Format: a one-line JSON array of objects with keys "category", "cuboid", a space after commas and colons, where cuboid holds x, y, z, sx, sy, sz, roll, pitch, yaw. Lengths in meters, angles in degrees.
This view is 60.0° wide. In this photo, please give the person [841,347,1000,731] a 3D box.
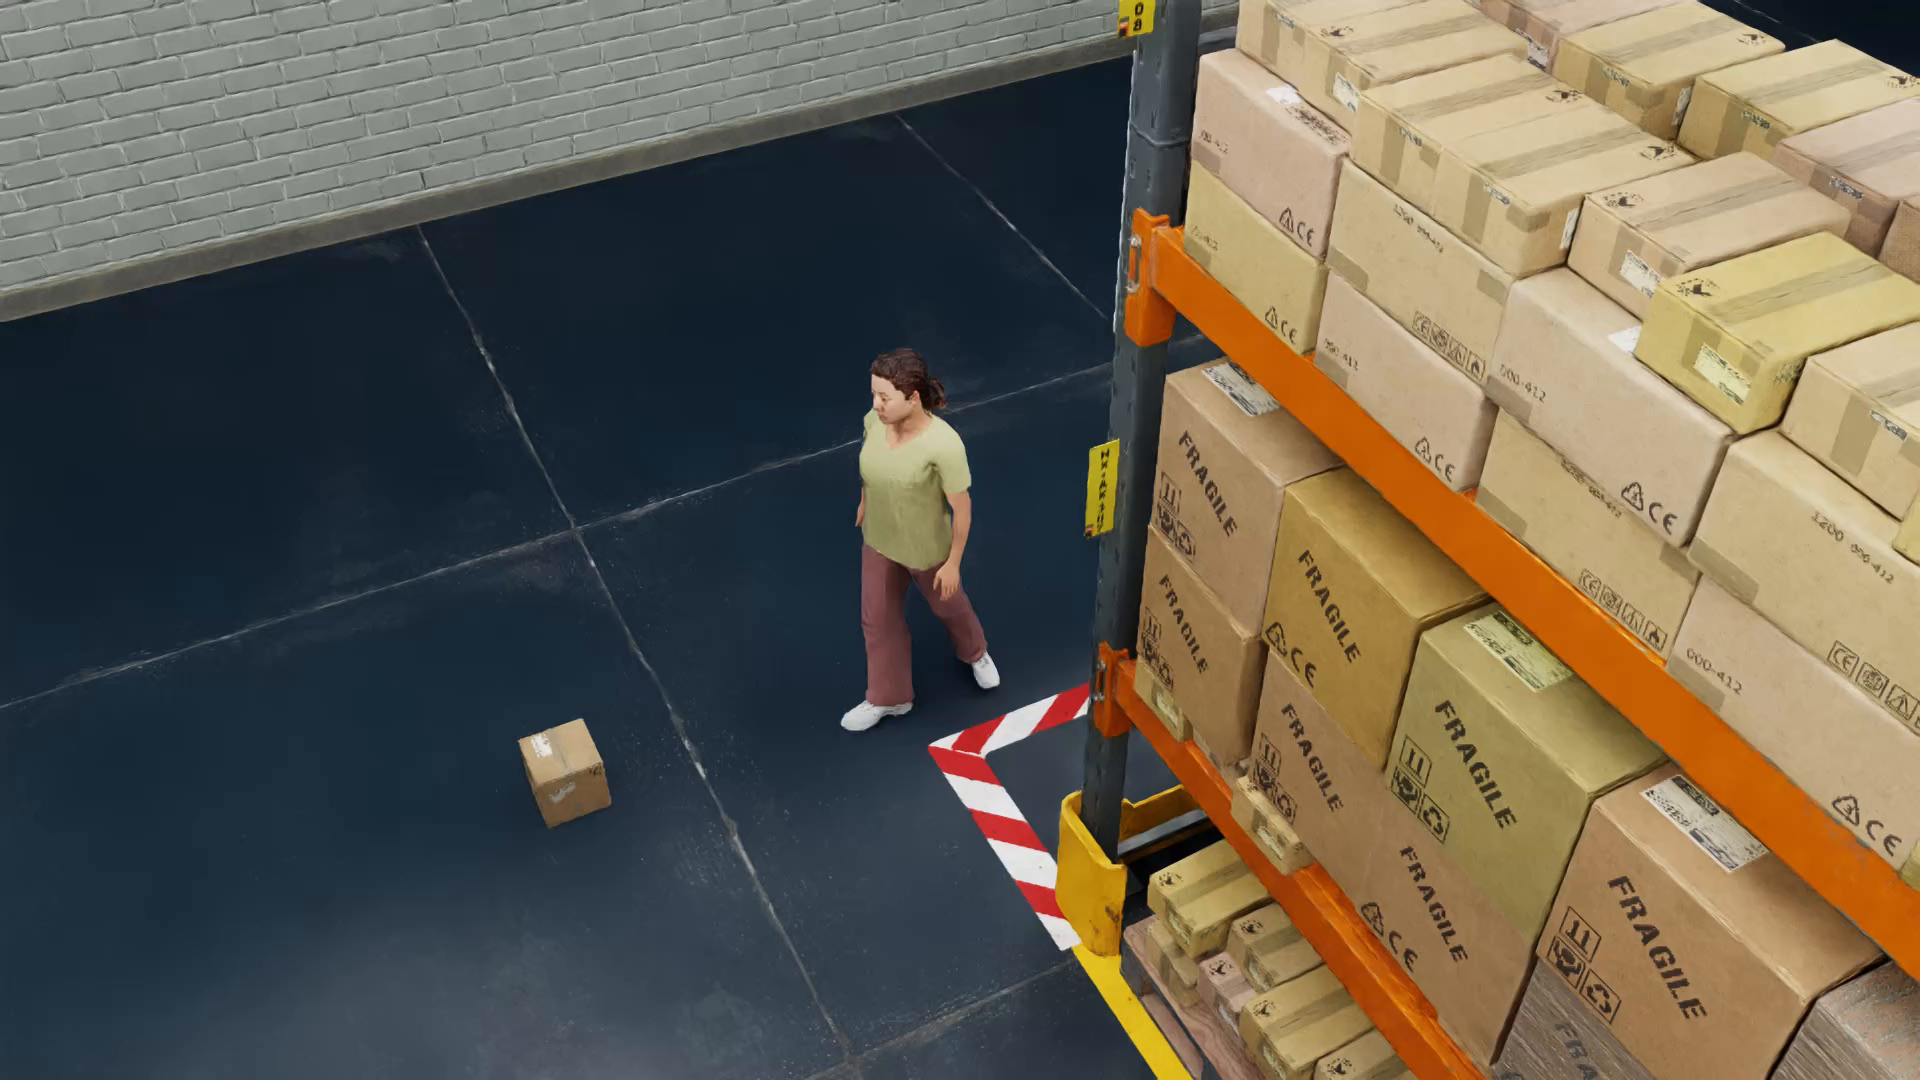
[{"category": "person", "cuboid": [-0.179, -0.010, 6.178, 0.585, 1.662, 0.665, 22, 46, 23]}]
